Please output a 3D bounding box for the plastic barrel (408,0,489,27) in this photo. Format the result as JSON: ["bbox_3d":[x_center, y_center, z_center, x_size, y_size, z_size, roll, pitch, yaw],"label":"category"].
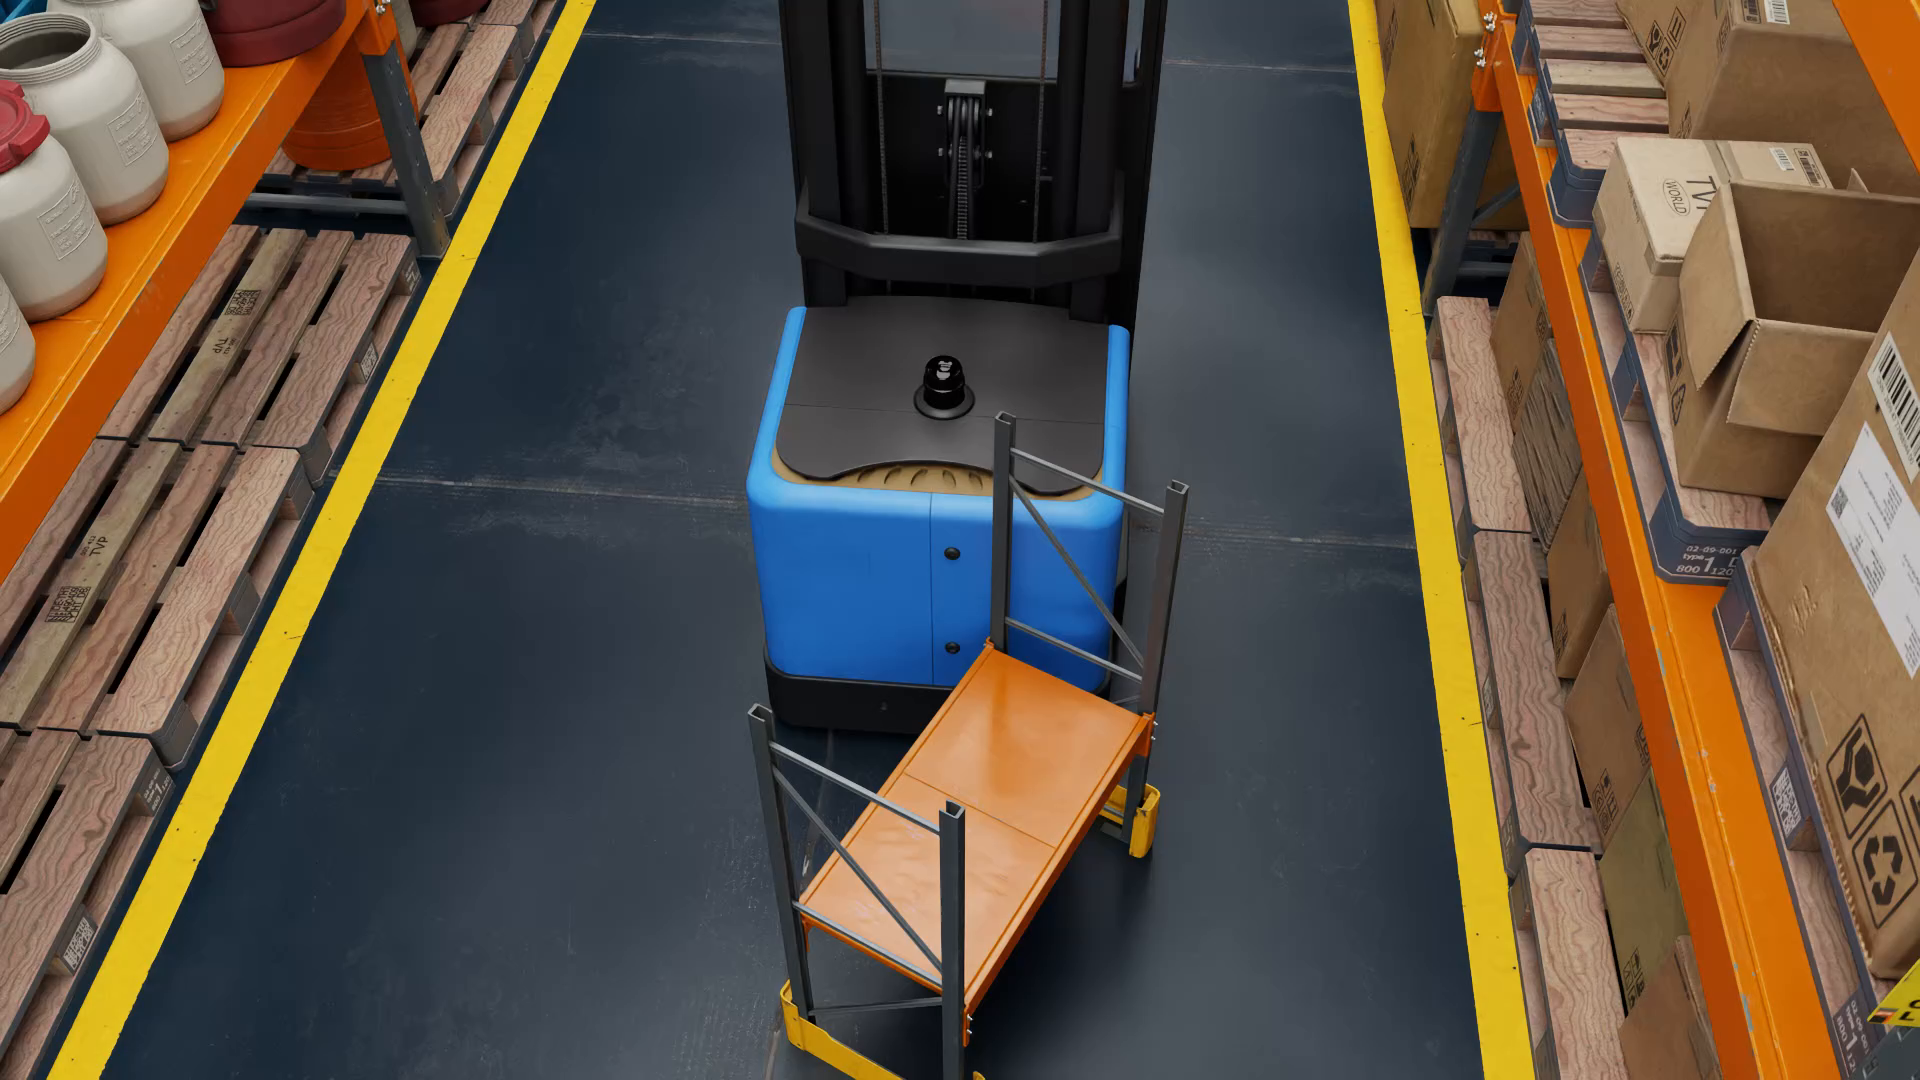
[{"bbox_3d":[-2.475,-2.750,7.582,0.600,0.588,0.708,4,48,4],"label":"plastic barrel"}]

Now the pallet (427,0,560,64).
[{"bbox_3d":[-2.461,-2.767,8.138,1.003,0.211,1.213,4,48,4],"label":"pallet"}]

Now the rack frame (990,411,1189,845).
[{"bbox_3d":[0.305,0.298,4.461,0.500,1.500,0.032,24,52,20],"label":"rack frame"}]

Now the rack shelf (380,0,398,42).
[{"bbox_3d":[-2.423,-3.459,7.368,1.077,0.370,4.000,4,48,4],"label":"rack shelf"}]

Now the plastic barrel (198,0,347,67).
[{"bbox_3d":[-2.346,-1.916,5.378,0.600,0.536,0.708,4,48,4],"label":"plastic barrel"}]

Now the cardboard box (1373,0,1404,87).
[{"bbox_3d":[2.499,-2.484,7.144,1.225,0.875,0.875,4,48,4],"label":"cardboard box"}]

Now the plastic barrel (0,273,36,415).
[{"bbox_3d":[-2.598,-0.566,4.143,0.433,0.535,0.433,0,48,0],"label":"plastic barrel"}]

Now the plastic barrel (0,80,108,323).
[{"bbox_3d":[-2.558,-0.884,4.433,0.433,0.535,0.433,0,48,0],"label":"plastic barrel"}]

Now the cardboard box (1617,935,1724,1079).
[{"bbox_3d":[2.040,1.286,3.937,0.700,0.500,0.500,1,48,1],"label":"cardboard box"}]

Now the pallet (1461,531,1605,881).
[{"bbox_3d":[2.140,0.510,5.140,1.003,0.211,1.213,4,48,4],"label":"pallet"}]

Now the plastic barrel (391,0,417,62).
[{"bbox_3d":[-2.616,-2.316,7.236,0.421,0.512,0.421,0,48,0],"label":"plastic barrel"}]

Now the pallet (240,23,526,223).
[{"bbox_3d":[-2.575,-1.873,7.320,1.003,0.211,1.213,4,48,4],"label":"pallet"}]

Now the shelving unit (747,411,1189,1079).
[{"bbox_3d":[0.051,0.615,4.171,0.587,1.500,1.083,24,52,20],"label":"shelving unit"}]

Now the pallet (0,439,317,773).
[{"bbox_3d":[-2.829,0.170,5.452,1.003,0.211,1.213,4,48,4],"label":"pallet"}]

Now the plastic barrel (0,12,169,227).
[{"bbox_3d":[-2.525,-1.190,4.730,0.421,0.512,0.421,0,48,0],"label":"plastic barrel"}]

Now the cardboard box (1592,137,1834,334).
[{"bbox_3d":[1.945,-0.774,4.242,0.500,0.250,0.500,3,48,2],"label":"cardboard box"}]

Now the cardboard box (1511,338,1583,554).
[{"bbox_3d":[2.248,-0.301,5.389,0.700,0.500,0.500,0,48,0],"label":"cardboard box"}]

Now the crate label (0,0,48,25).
[{"bbox_3d":[-2.965,-1.532,5.094,0.502,0.435,0.616,4,48,4],"label":"crate label"}]

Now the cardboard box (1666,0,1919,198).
[{"bbox_3d":[2.366,-1.258,4.515,0.700,0.500,0.500,10,48,9],"label":"cardboard box"}]

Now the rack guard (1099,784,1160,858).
[{"bbox_3d":[0.305,0.720,4.922,0.587,0.250,0.087,24,52,20],"label":"rack guard"}]

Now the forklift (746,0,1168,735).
[{"bbox_3d":[0.057,-1.452,5.092,1.130,2.935,3.031,4,48,3],"label":"forklift"}]

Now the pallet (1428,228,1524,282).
[{"bbox_3d":[2.474,-1.532,7.008,1.003,0.211,1.213,4,48,4],"label":"pallet"}]

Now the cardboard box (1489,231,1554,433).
[{"bbox_3d":[2.286,-0.710,5.762,0.700,0.500,0.500,2,48,1],"label":"cardboard box"}]

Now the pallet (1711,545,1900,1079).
[{"bbox_3d":[2.177,0.553,3.341,1.003,0.211,1.213,4,48,4],"label":"pallet"}]

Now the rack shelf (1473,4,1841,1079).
[{"bbox_3d":[2.144,-0.186,4.375,1.077,0.370,4.000,4,48,4],"label":"rack shelf"}]

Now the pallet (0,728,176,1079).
[{"bbox_3d":[-2.937,1.069,4.629,1.003,0.211,1.213,4,48,4],"label":"pallet"}]

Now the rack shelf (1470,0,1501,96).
[{"bbox_3d":[2.509,-3.126,7.064,1.077,0.370,4.000,4,48,4],"label":"rack shelf"}]

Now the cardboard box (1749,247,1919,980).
[{"bbox_3d":[2.174,0.122,2.915,1.000,1.000,1.000,4,48,4],"label":"cardboard box"}]

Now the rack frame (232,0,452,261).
[{"bbox_3d":[-2.606,-2.232,5.759,1.000,3.000,0.127,4,48,4],"label":"rack frame"}]

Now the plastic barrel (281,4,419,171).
[{"bbox_3d":[-2.578,-2.002,6.734,0.600,0.830,0.708,4,48,4],"label":"plastic barrel"}]

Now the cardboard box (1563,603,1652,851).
[{"bbox_3d":[2.152,0.526,4.632,0.700,0.500,0.500,0,48,0],"label":"cardboard box"}]

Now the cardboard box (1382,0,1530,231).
[{"bbox_3d":[2.410,-1.829,6.545,1.225,0.875,0.875,2,48,2],"label":"cardboard box"}]

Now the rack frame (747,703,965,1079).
[{"bbox_3d":[-0.212,0.944,3.871,0.500,1.500,0.032,24,52,20],"label":"rack frame"}]

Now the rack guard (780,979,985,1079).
[{"bbox_3d":[-0.202,1.353,4.343,0.587,0.250,0.087,24,52,20],"label":"rack guard"}]

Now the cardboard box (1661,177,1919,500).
[{"bbox_3d":[2.028,-0.416,3.743,0.797,0.503,0.637,8,48,8],"label":"cardboard box"}]

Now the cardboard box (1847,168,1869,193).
[{"bbox_3d":[2.444,-0.752,4.211,0.396,0.266,0.258,3,48,2],"label":"cardboard box"}]

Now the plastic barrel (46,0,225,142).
[{"bbox_3d":[-2.487,-1.499,5.013,0.421,0.512,0.421,0,48,0],"label":"plastic barrel"}]

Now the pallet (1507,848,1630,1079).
[{"bbox_3d":[2.032,1.409,4.318,1.003,0.211,1.213,4,48,4],"label":"pallet"}]

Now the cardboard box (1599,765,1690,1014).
[{"bbox_3d":[2.102,0.937,4.256,0.700,0.500,0.500,4,48,3],"label":"cardboard box"}]

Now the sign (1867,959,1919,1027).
[{"bbox_3d":[1.409,0.615,2.370,0.100,0.325,0.005,4,48,4],"label":"sign"}]

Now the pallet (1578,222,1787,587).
[{"bbox_3d":[2.187,-0.377,4.192,1.003,0.211,1.213,4,48,4],"label":"pallet"}]

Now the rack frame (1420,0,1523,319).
[{"bbox_3d":[2.327,-1.899,5.454,1.000,3.000,0.127,4,48,4],"label":"rack frame"}]

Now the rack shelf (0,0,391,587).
[{"bbox_3d":[-2.788,-0.519,4.680,1.077,0.370,4.000,4,48,4],"label":"rack shelf"}]

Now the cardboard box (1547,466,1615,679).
[{"bbox_3d":[2.203,0.116,5.007,0.700,0.500,0.500,7,48,7],"label":"cardboard box"}]

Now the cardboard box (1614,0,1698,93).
[{"bbox_3d":[2.317,-1.675,4.897,0.500,0.500,0.500,-1,48,-1],"label":"cardboard box"}]

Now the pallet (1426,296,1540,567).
[{"bbox_3d":[2.254,-0.384,5.958,1.003,0.211,1.213,4,48,4],"label":"pallet"}]

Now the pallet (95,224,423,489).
[{"bbox_3d":[-2.715,-0.724,6.269,1.003,0.211,1.213,4,48,4],"label":"pallet"}]

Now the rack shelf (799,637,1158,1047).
[{"bbox_3d":[0.047,0.742,4.299,0.538,0.185,1.000,24,52,20],"label":"rack shelf"}]

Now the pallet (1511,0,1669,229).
[{"bbox_3d":[2.368,-1.303,5.039,1.213,0.211,1.003,4,48,4],"label":"pallet"}]
